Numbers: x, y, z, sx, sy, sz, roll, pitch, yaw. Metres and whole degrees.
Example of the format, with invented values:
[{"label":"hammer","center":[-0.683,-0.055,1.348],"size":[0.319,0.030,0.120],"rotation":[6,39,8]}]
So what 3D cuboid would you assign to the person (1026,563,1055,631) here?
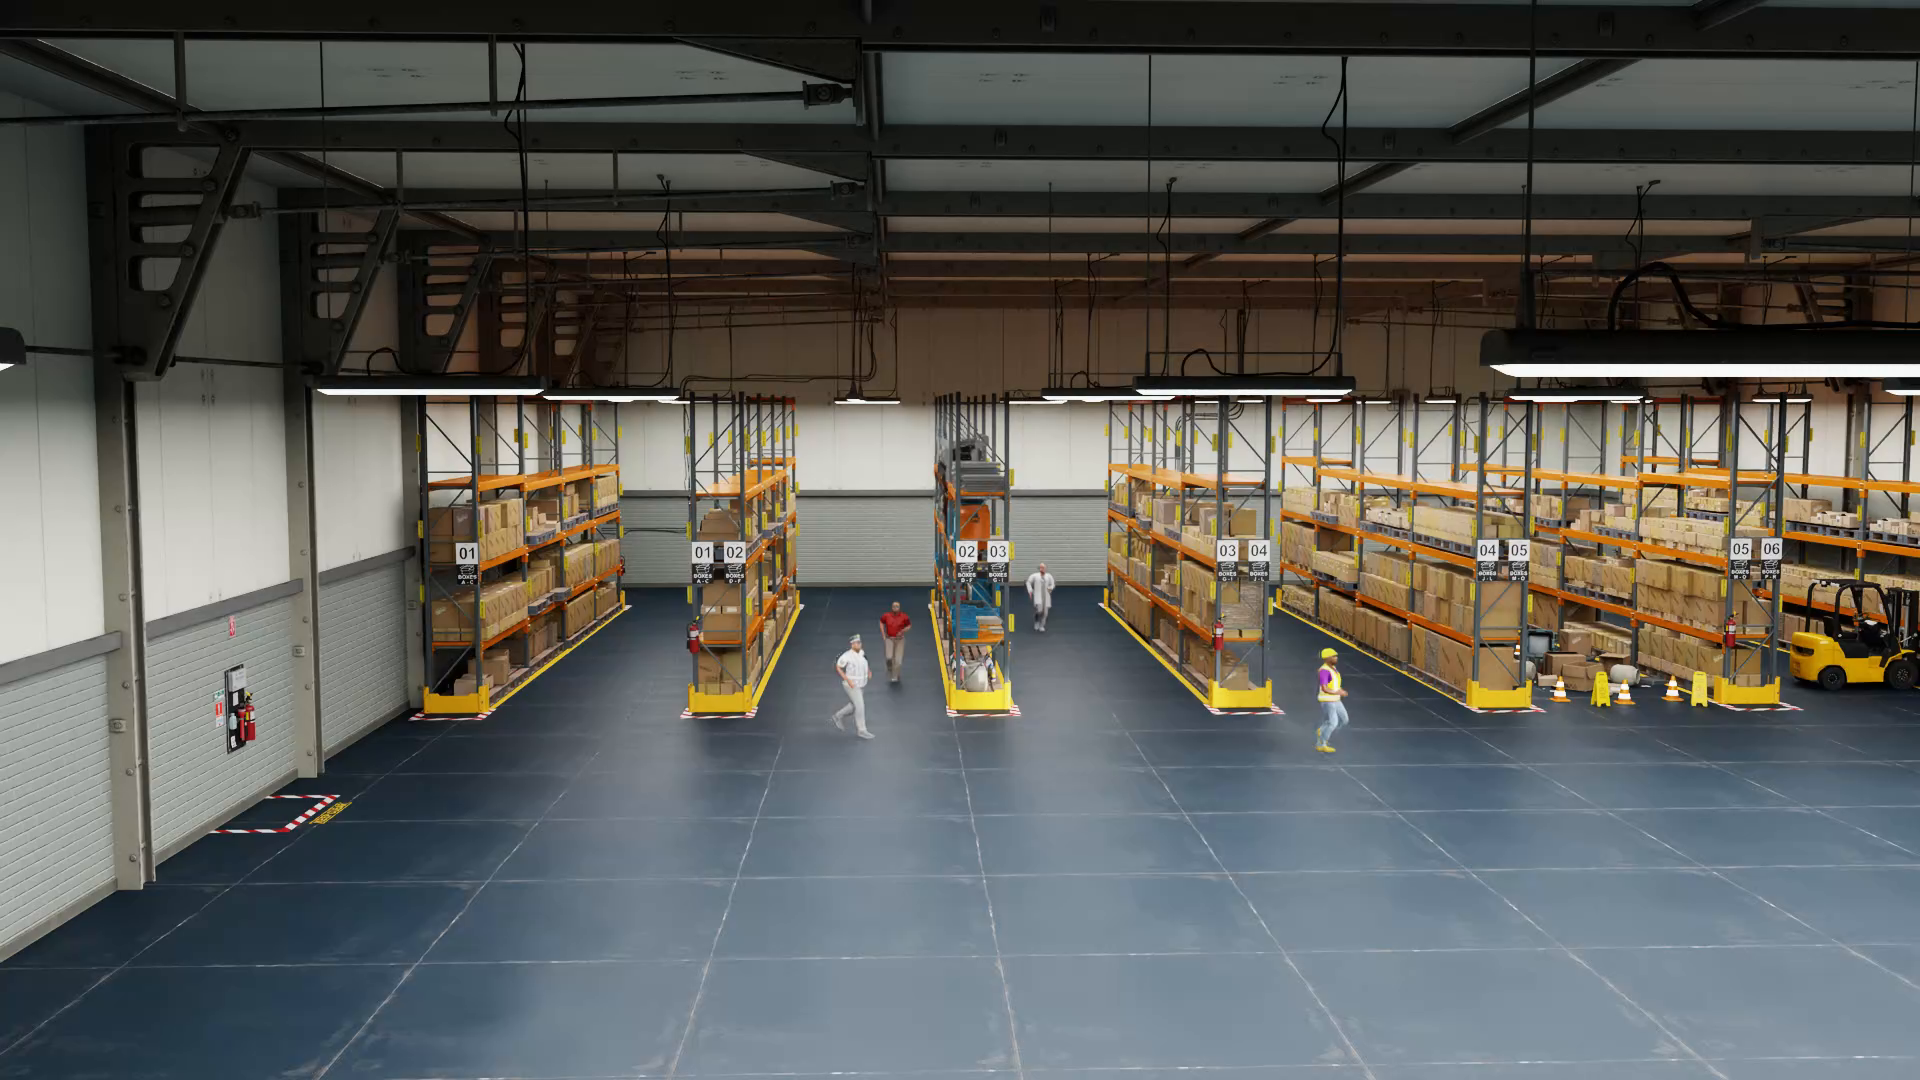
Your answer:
[{"label":"person","center":[2.084,1.464,42.210],"size":[0.704,1.734,0.653],"rotation":[-1,5,-12]}]

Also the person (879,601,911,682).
[{"label":"person","center":[-1.343,2.109,34.470],"size":[0.657,1.683,0.683],"rotation":[0,5,-2]}]

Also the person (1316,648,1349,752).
[{"label":"person","center":[6.174,2.651,27.560],"size":[0.582,1.723,0.692],"rotation":[2,5,28]}]

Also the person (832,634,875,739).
[{"label":"person","center":[-1.845,2.504,28.808],"size":[0.912,1.782,0.653],"rotation":[3,5,29]}]
